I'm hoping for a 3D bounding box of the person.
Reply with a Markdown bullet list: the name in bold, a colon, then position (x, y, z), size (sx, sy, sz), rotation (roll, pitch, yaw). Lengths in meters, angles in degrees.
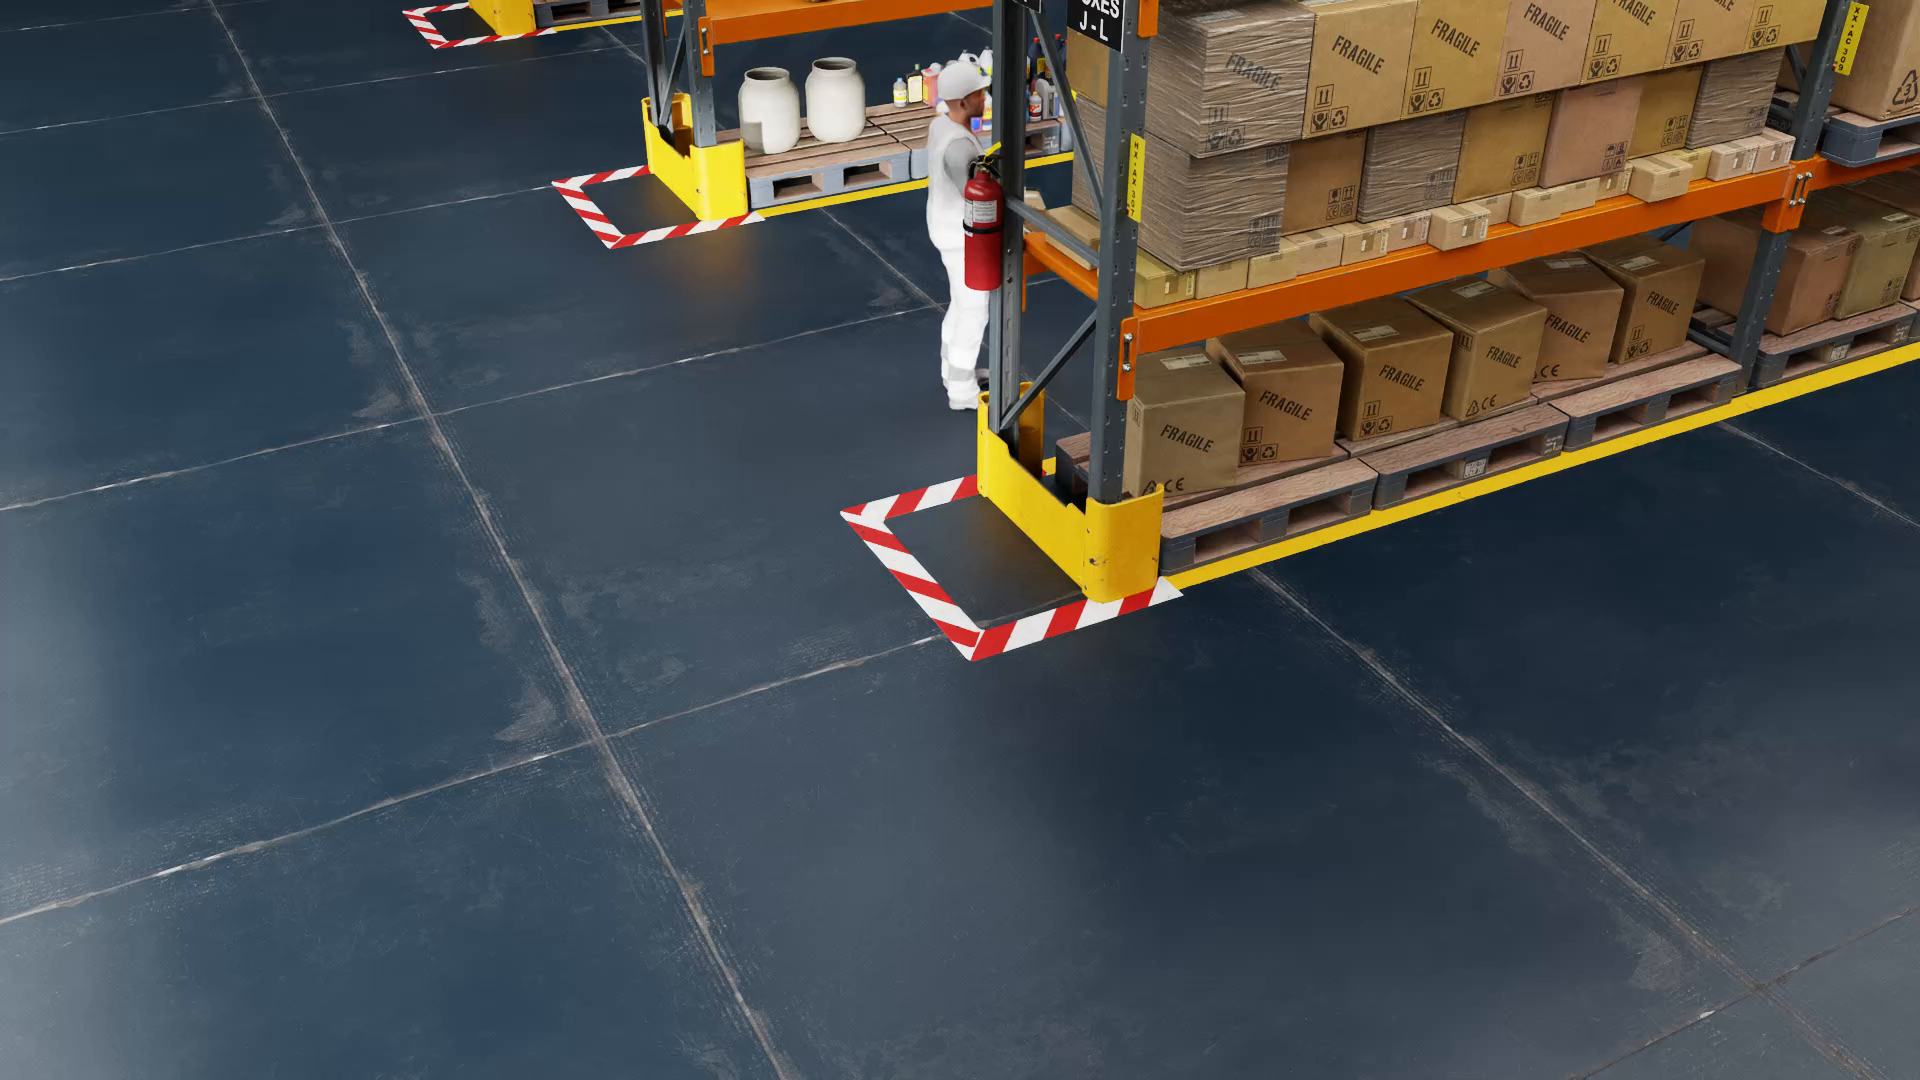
- **person**: position (0.095, -1.556, 8.532), size (0.520, 1.794, 0.526), rotation (-4, 33, -6)
